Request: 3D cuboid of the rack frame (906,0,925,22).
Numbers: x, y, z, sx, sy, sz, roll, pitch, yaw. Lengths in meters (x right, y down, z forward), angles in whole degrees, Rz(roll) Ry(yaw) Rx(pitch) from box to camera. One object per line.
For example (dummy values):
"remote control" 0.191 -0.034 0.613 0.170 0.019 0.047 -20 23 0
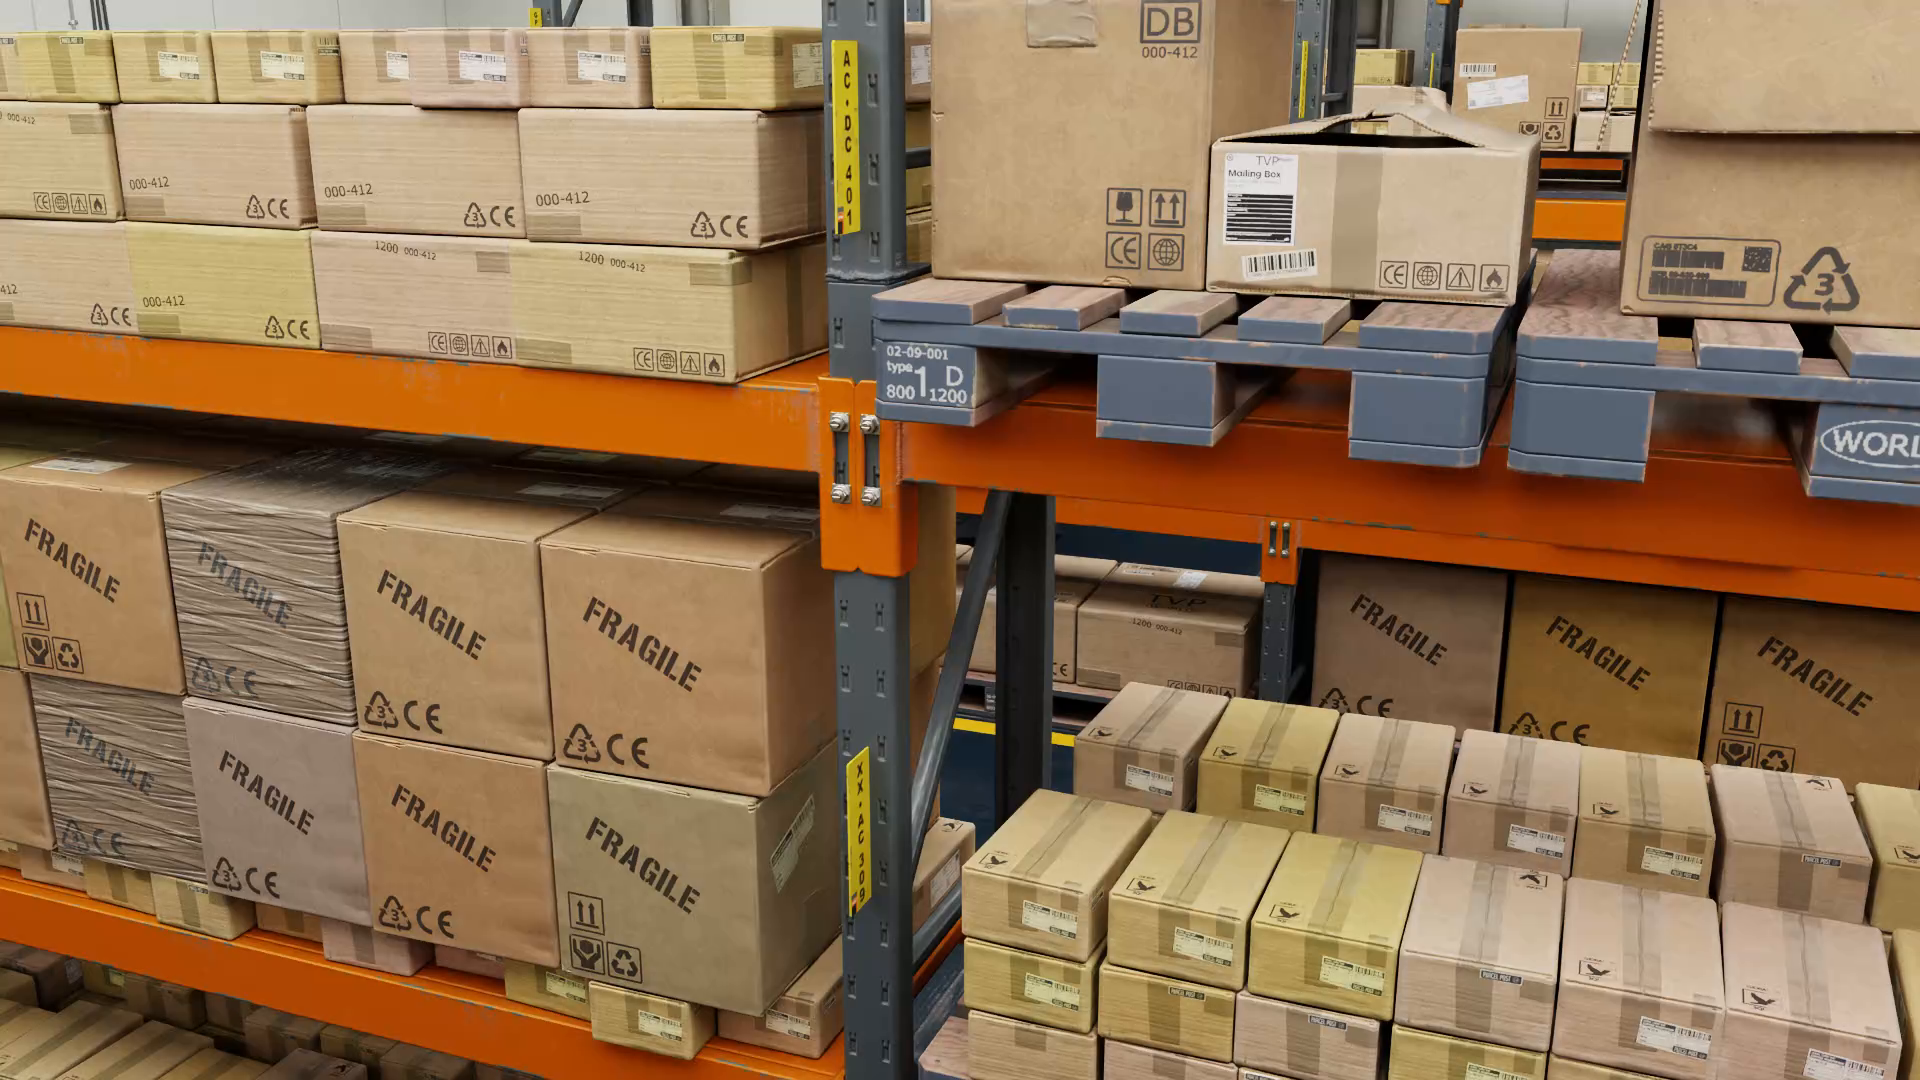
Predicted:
"rack frame" -0.186 -5.025 13.342 0.127 3.000 1.000 6 17 21

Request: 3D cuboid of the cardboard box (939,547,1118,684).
"cardboard box" 0.340 0.398 9.264 0.875 0.438 0.875 6 17 19

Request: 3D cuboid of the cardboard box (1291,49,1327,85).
"cardboard box" 2.502 -3.525 12.394 0.500 0.250 0.500 6 17 20

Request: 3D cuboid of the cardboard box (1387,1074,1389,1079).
"cardboard box" 0.917 1.005 3.028 0.250 0.149 0.380 6 17 21

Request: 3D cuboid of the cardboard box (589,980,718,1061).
"cardboard box" -0.636 1.001 3.795 0.250 0.149 0.380 6 17 19

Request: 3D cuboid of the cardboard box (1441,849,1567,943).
"cardboard box" 1.169 0.692 3.572 0.250 0.149 0.380 6 17 19

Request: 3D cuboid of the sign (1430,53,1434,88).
"sign" 3.344 -3.282 11.791 0.005 0.325 0.100 6 17 21

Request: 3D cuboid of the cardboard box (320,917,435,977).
"cardboard box" -1.357 0.906 4.124 0.250 0.149 0.380 5 17 18

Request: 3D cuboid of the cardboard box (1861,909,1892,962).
"cardboard box" 1.889 0.773 3.294 0.250 0.149 0.380 7 18 23

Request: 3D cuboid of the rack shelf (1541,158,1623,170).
"rack shelf" 5.396 -2.625 11.746 4.000 0.370 1.077 6 17 21

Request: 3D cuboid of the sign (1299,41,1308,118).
"sign" 1.515 -2.030 7.335 0.005 0.325 0.100 6 17 21

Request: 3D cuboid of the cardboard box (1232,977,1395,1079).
"cardboard box" 0.675 0.835 3.080 0.250 0.149 0.380 7 17 22

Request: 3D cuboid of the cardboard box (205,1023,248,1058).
"cardboard box" -2.159 1.545 5.299 0.250 0.149 0.380 7 17 21

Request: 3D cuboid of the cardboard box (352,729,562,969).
"cardboard box" -1.041 0.627 3.922 0.500 0.500 0.500 6 17 19

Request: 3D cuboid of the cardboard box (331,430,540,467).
"cardboard box" -1.280 -0.042 4.431 0.500 0.500 0.500 7 17 22

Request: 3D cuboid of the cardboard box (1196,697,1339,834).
"cardboard box" 0.691 0.498 3.708 0.250 0.149 0.380 6 17 19

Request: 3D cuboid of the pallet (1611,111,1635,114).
"pallet" 5.082 -2.895 11.721 1.003 0.211 1.213 6 17 21

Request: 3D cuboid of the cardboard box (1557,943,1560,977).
"cardboard box" 1.404 0.861 3.526 0.250 0.149 0.380 5 17 18

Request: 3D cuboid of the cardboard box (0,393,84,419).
"cardboard box" -2.737 -0.199 4.972 0.500 0.500 0.500 6 17 19

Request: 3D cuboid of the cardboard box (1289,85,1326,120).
"cardboard box" 2.507 -3.281 12.450 0.500 0.250 0.500 6 17 19

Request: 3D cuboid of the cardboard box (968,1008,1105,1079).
"cardboard box" 0.193 0.926 3.302 0.250 0.149 0.380 5 17 18

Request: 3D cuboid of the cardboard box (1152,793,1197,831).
"cardboard box" 0.438 0.613 3.846 0.250 0.149 0.380 7 18 22

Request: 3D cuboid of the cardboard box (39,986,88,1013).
"cardboard box" -2.906 1.483 5.511 0.250 0.149 0.380 6 17 19

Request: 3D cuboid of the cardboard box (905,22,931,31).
"cardboard box" -0.183 -2.349 8.393 0.500 0.500 0.500 7 17 22

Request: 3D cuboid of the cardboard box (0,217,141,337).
"cardboard box" -1.953 -0.658 3.950 0.500 0.250 0.500 6 17 20

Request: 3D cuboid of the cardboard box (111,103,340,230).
"cardboard box" -1.494 -0.851 3.717 0.500 0.250 0.500 7 18 23

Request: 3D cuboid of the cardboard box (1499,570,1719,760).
"cardboard box" 3.167 0.505 8.112 0.875 0.875 0.875 7 18 22

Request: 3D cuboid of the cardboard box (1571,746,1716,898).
"cardboard box" 1.402 0.578 3.433 0.250 0.149 0.380 6 17 19

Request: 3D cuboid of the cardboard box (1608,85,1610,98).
"cardboard box" 4.599 -3.236 12.079 0.250 0.149 0.380 6 17 19

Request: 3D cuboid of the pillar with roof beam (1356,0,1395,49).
"pillar with roof beam" 1.639 -3.804 9.137 0.400 9.000 9.100 6 17 21

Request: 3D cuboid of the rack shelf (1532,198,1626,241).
"rack shelf" 3.578 -1.337 7.310 4.000 0.370 1.077 6 17 21

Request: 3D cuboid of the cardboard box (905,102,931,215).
"cardboard box" -0.364 -0.873 3.792 0.500 0.250 0.500 7 18 22

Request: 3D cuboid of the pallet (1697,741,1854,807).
"pallet" 3.602 1.076 8.089 1.213 0.211 1.003 6 17 21

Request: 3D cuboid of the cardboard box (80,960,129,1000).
"cardboard box" -2.640 1.342 5.463 0.250 0.149 0.380 6 17 19

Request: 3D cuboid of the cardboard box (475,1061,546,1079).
"cardboard box" -1.195 1.515 4.867 0.250 0.149 0.380 7 17 22

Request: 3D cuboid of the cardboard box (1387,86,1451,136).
"cardboard box" 2.055 -1.883 7.386 0.258 0.266 0.396 6 17 20

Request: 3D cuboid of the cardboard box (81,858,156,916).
"cardboard box" -2.075 0.823 4.408 0.250 0.149 0.380 7 18 23

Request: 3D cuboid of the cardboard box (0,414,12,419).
"cardboard box" -2.934 -0.068 4.522 0.500 0.500 0.500 7 18 22

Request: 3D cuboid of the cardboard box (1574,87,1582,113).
"cardboard box" 2.615 -2.011 7.746 0.500 0.311 0.500 6 17 21

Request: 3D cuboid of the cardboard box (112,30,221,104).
"cardboard box" -1.608 -1.040 3.651 0.250 0.149 0.380 6 17 20

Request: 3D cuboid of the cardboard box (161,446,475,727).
"cardboard box" -1.495 0.091 3.975 0.500 0.500 0.500 7 18 22

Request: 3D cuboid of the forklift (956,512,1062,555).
"forklift" 0.084 -1.224 11.131 1.130 2.935 3.031 -2 16 -7

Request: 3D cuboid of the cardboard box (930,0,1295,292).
"cardboard box" 0.308 -0.776 3.153 0.500 0.500 0.700 6 17 21

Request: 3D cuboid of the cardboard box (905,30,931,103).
"cardboard box" -0.186 -1.045 3.671 0.250 0.149 0.380 6 17 20

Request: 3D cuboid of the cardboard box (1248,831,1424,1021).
"cardboard box" 0.692 0.694 3.033 0.250 0.149 0.380 6 17 21

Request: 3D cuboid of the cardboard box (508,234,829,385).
"cardboard box" -0.560 -0.501 3.409 0.500 0.250 0.500 7 17 22

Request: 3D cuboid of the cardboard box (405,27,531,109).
"cardboard box" -0.888 -0.952 3.351 0.250 0.149 0.380 6 17 21

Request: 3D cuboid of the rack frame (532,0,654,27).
"rack frame" -2.003 -3.737 8.906 0.127 3.000 1.000 6 17 21

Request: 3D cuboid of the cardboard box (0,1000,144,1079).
"cardboard box" -2.614 1.521 4.846 0.250 0.149 0.380 5 17 18

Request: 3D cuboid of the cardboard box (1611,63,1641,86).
"cardboard box" 4.656 -3.227 11.512 0.250 0.149 0.380 7 17 21

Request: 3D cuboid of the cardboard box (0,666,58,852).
"cardboard box" -2.451 0.466 4.474 0.500 0.500 0.500 7 17 21

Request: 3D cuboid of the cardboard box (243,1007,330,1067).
"cardboard box" -1.947 1.454 5.078 0.250 0.149 0.380 6 17 19

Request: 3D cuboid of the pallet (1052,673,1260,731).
"pallet" 1.039 0.794 9.060 1.213 0.211 1.003 6 17 21

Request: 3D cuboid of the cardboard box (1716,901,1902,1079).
"cardboard box" 1.396 0.772 2.764 0.250 0.149 0.380 7 18 23

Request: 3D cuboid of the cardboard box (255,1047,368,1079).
"cardboard box" -1.862 1.592 4.603 0.250 0.149 0.380 6 17 21

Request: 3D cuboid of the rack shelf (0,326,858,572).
"rack shelf" -1.865 -0.452 4.262 4.000 0.370 1.077 6 17 21

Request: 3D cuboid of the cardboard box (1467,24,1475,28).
"cardboard box" 3.845 -3.633 12.167 0.258 0.266 0.396 6 17 20
